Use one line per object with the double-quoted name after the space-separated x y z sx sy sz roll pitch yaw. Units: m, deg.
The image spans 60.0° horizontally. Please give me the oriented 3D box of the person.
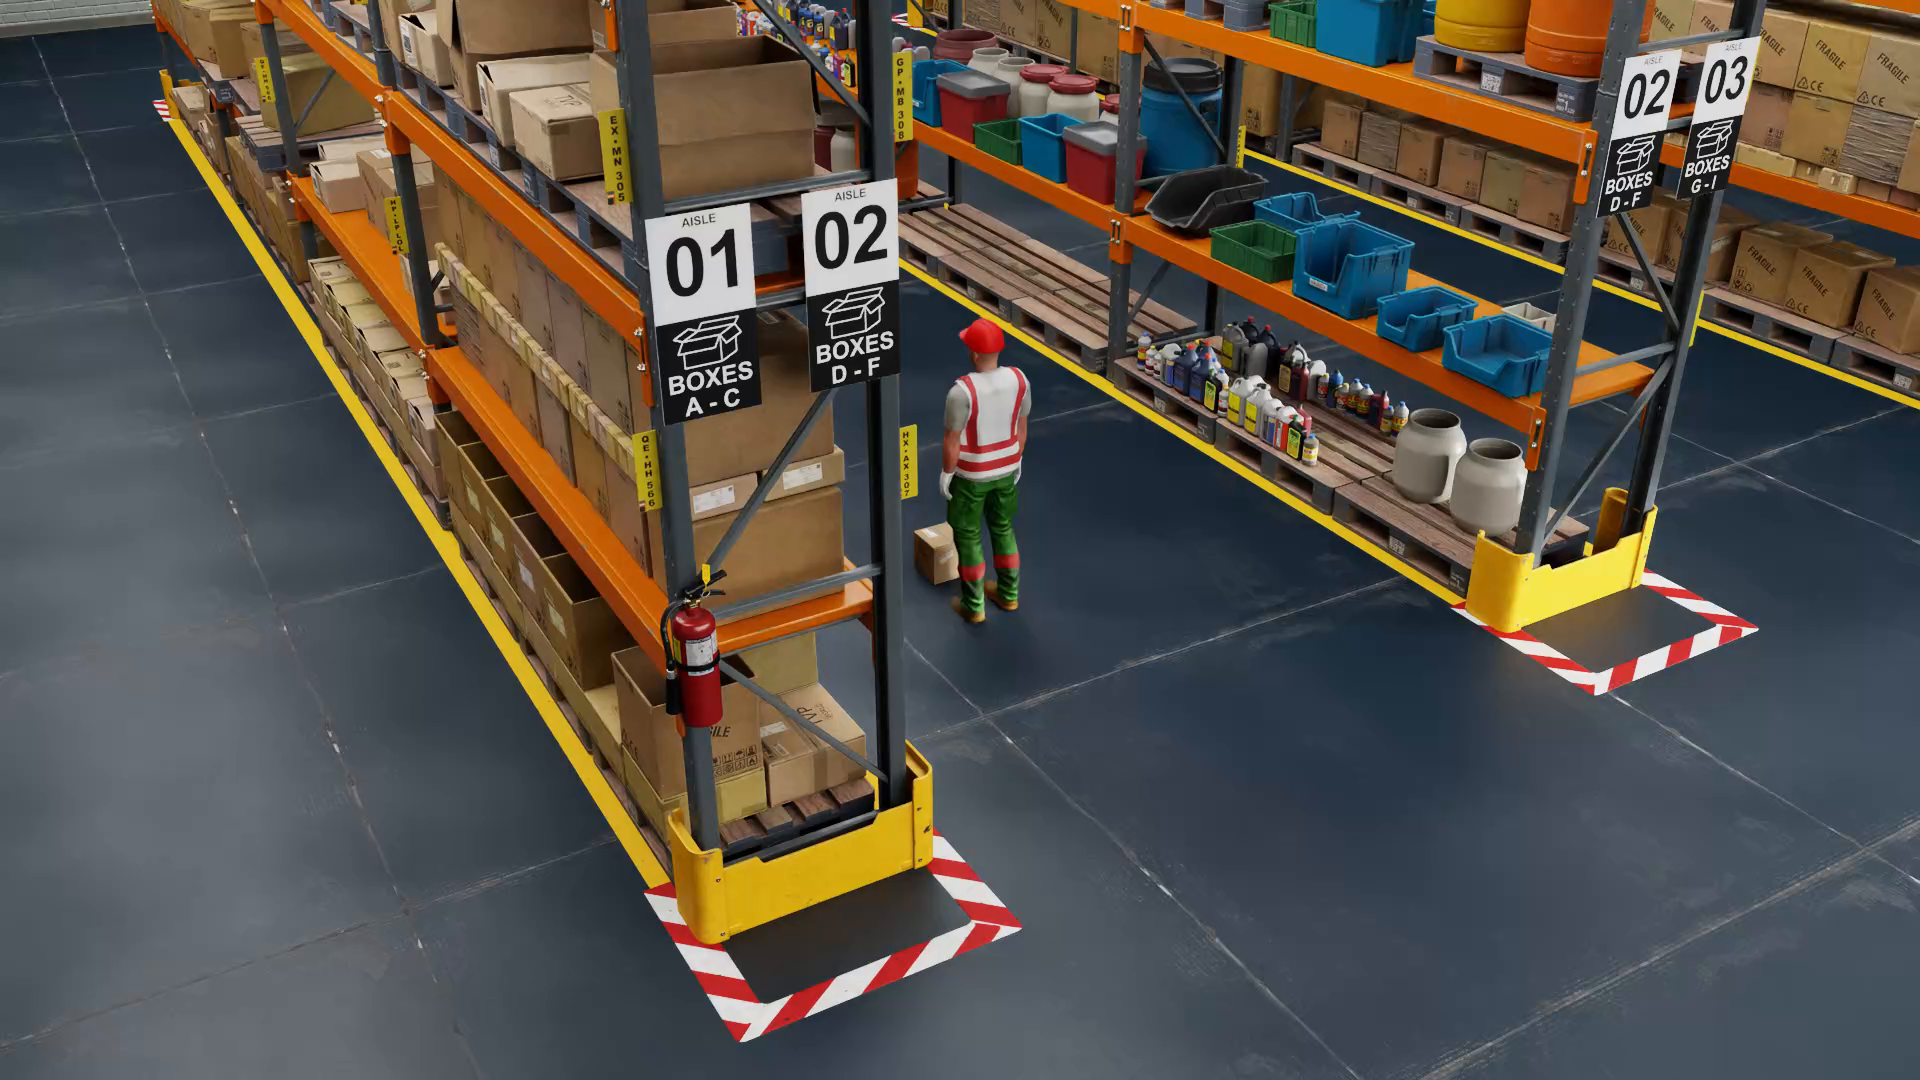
0.127 -0.384 9.263 0.525 1.801 0.343 -15 32 -25 "person"
